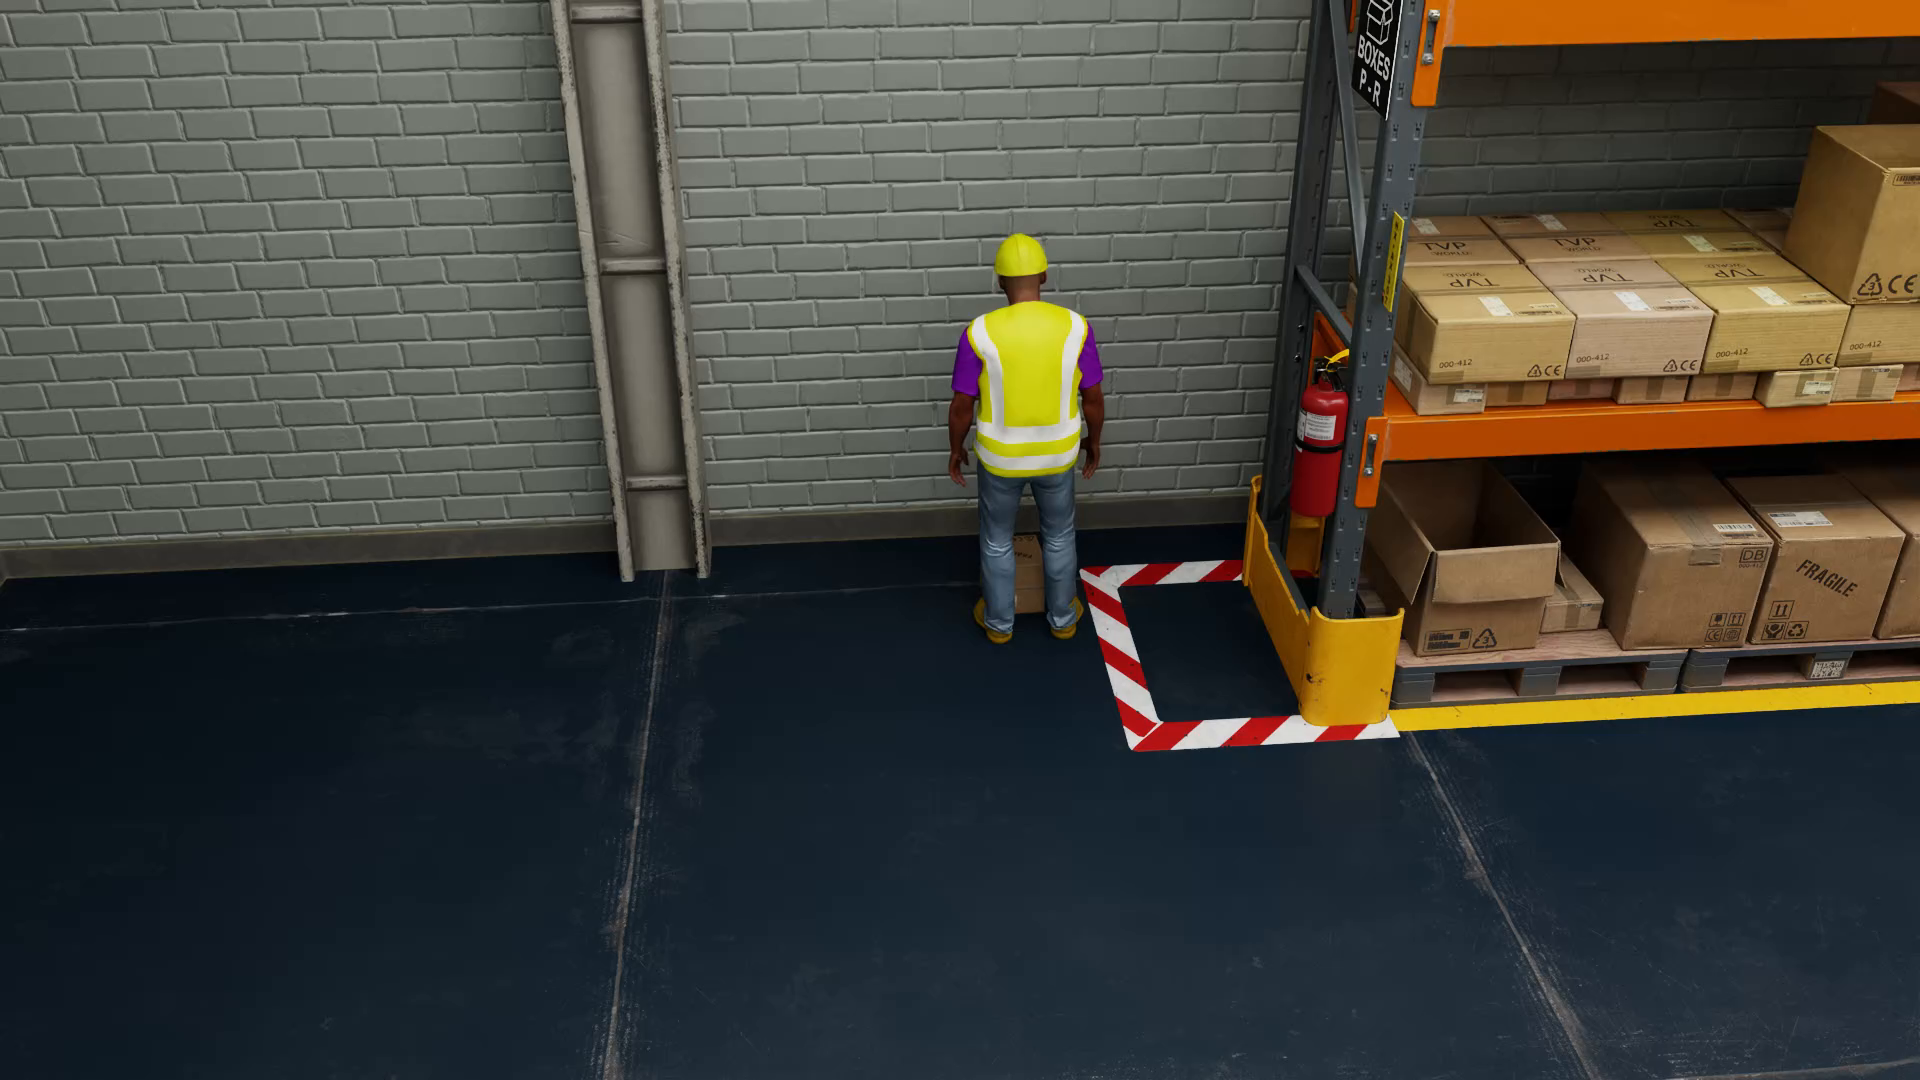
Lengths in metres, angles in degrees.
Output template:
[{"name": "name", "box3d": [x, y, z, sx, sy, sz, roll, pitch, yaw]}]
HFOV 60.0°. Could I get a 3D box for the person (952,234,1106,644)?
[{"name": "person", "box3d": [0.274, -0.373, 6.742, 0.626, 1.757, 0.458, -4, 31, -6]}]
